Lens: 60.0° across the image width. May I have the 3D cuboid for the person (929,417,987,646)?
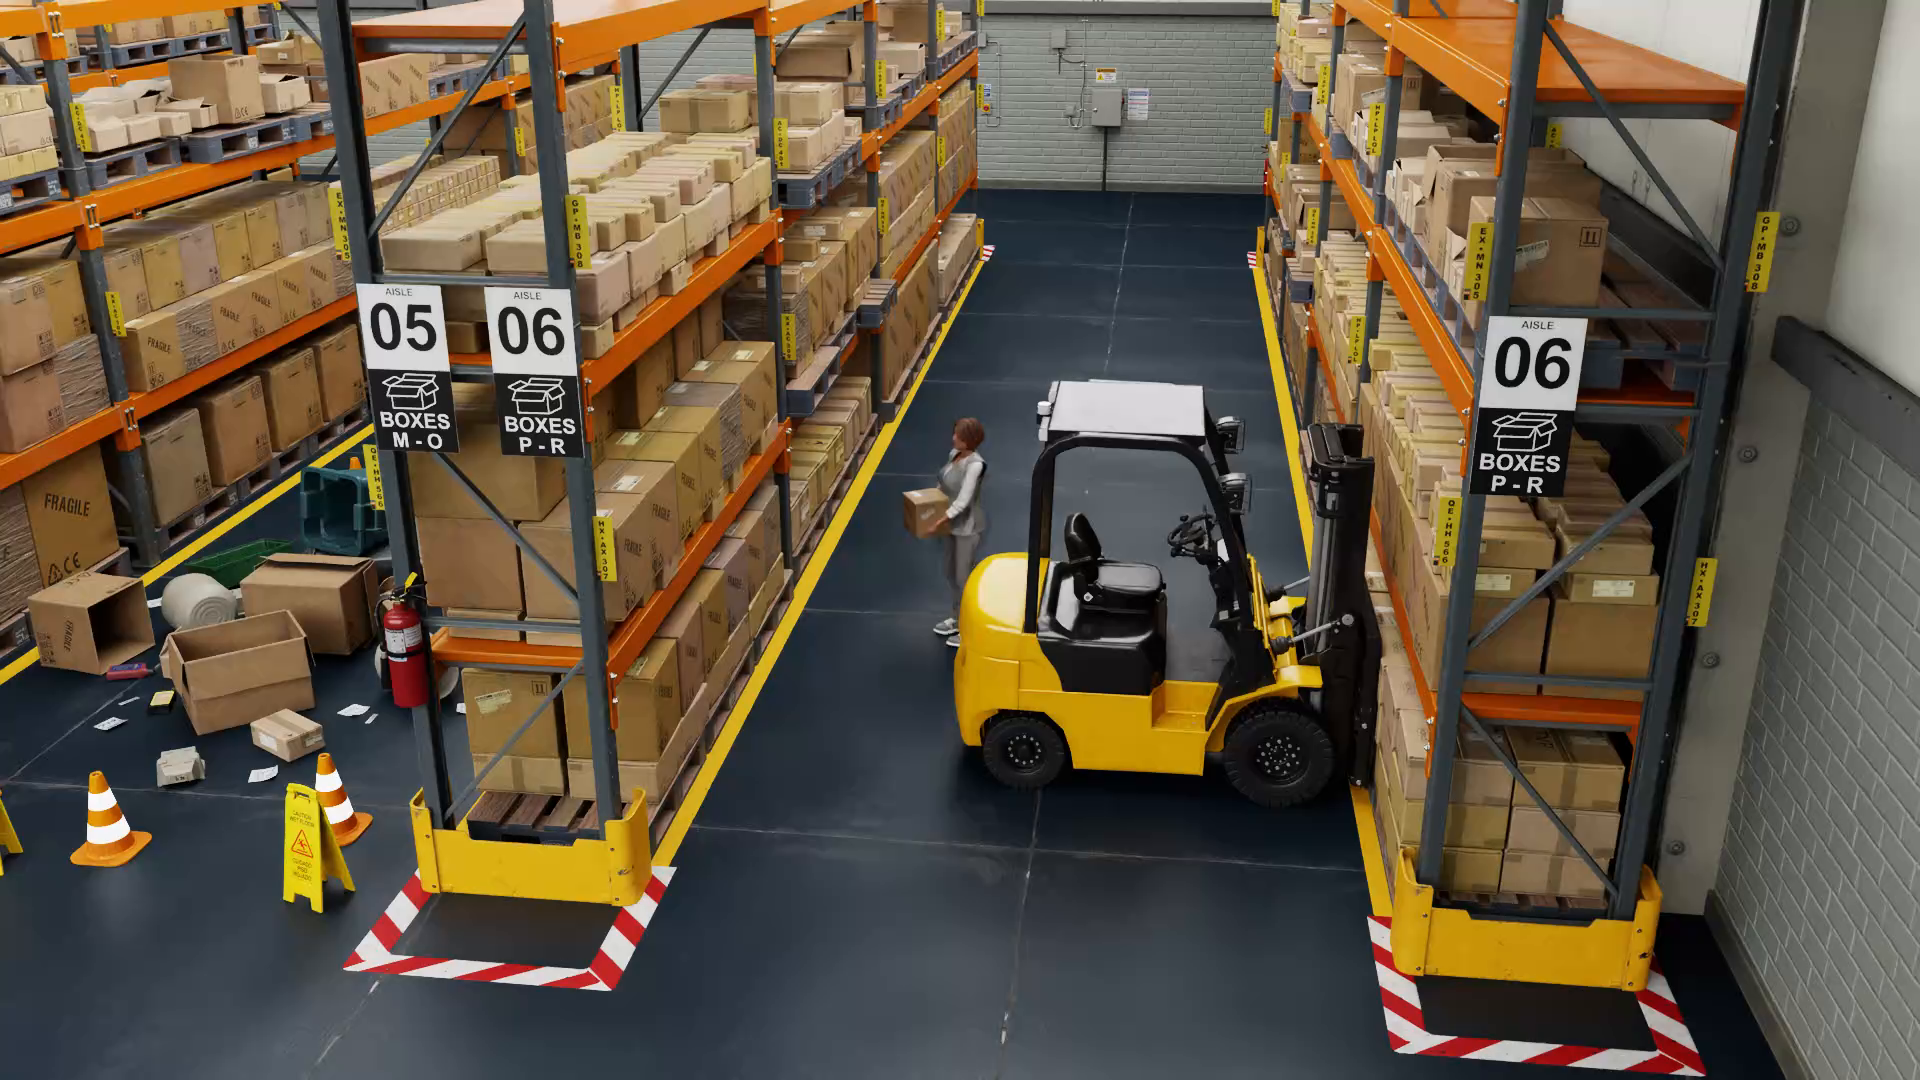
[{"bbox_3d":[-0.071,-0.056,11.239,0.486,1.595,0.412,-8,23,-19],"label":"person"}]
